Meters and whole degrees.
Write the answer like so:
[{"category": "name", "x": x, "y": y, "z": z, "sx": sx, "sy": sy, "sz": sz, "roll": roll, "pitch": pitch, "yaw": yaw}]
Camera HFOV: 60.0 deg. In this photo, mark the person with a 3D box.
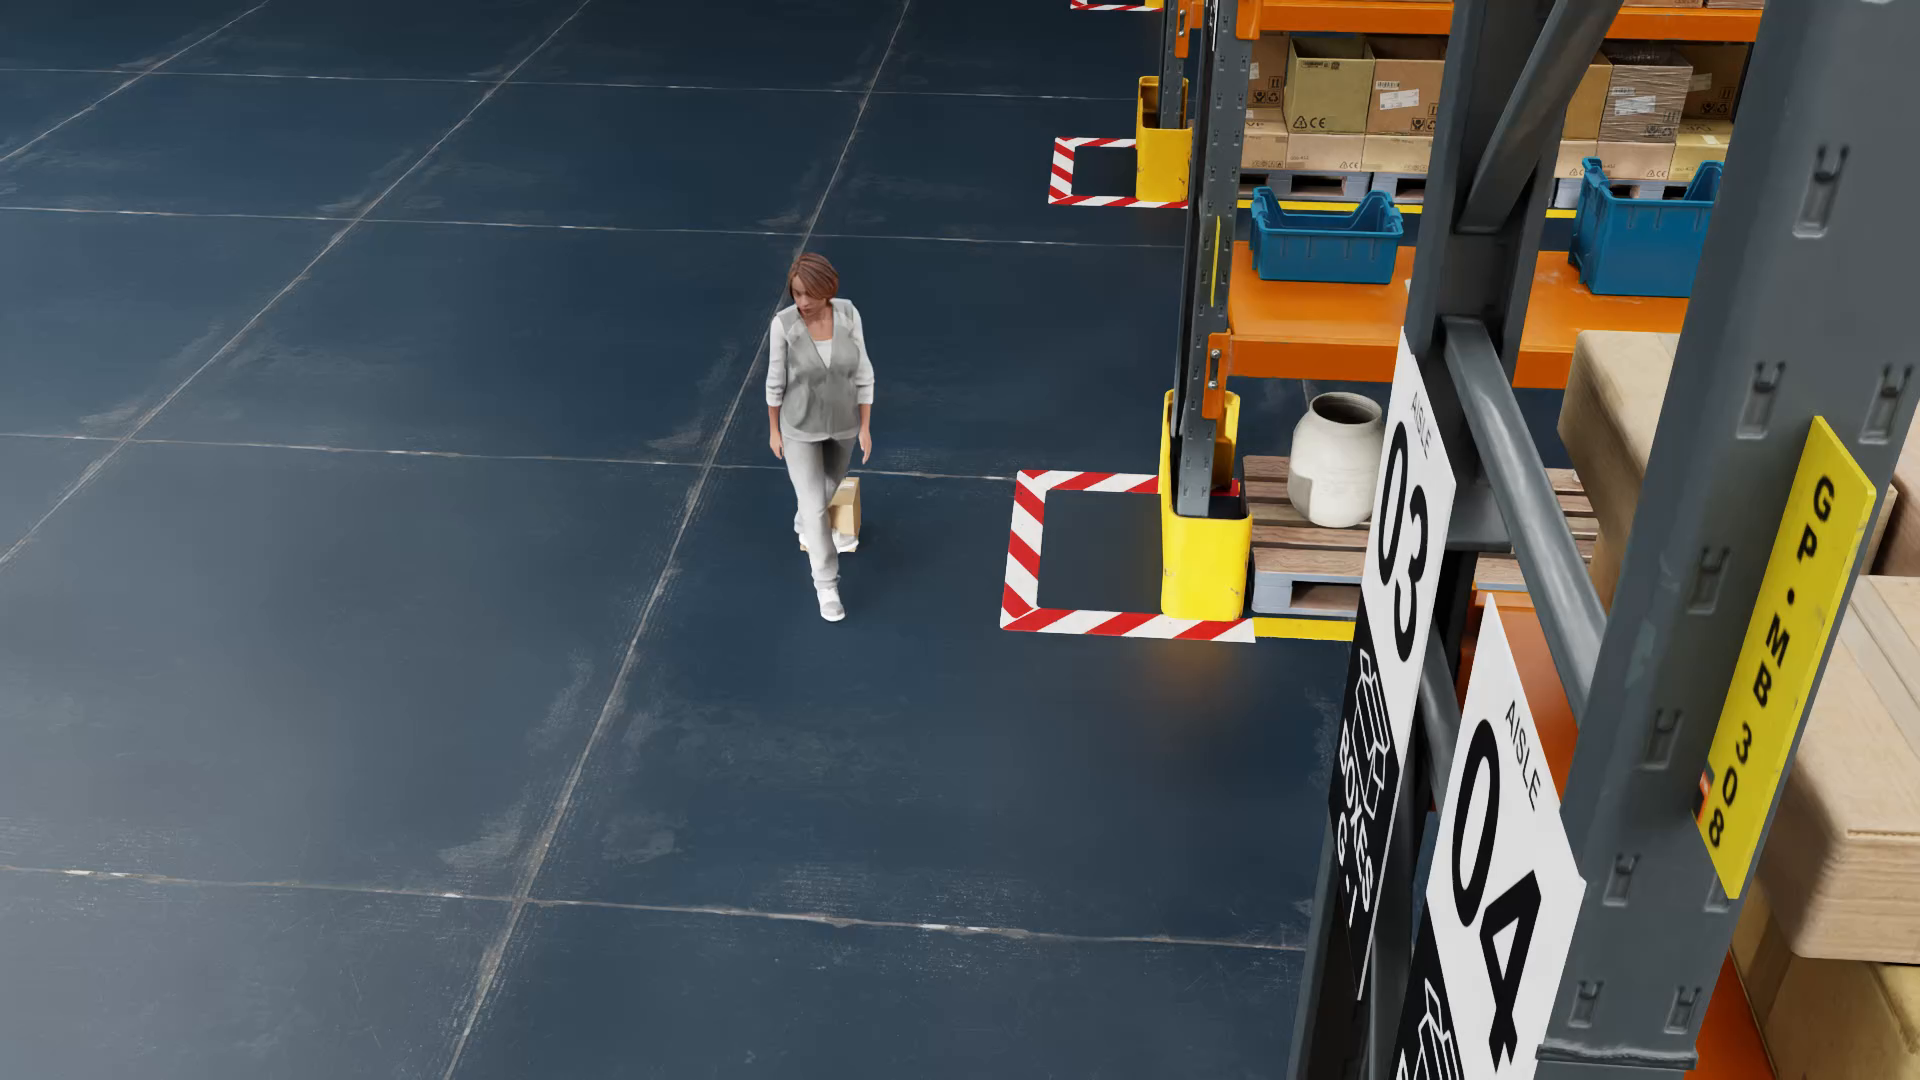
[{"category": "person", "x": -0.582, "y": -0.474, "z": 6.896, "sx": 0.438, "sy": 1.571, "sz": 0.647, "roll": -14, "pitch": 35, "yaw": -21}]
